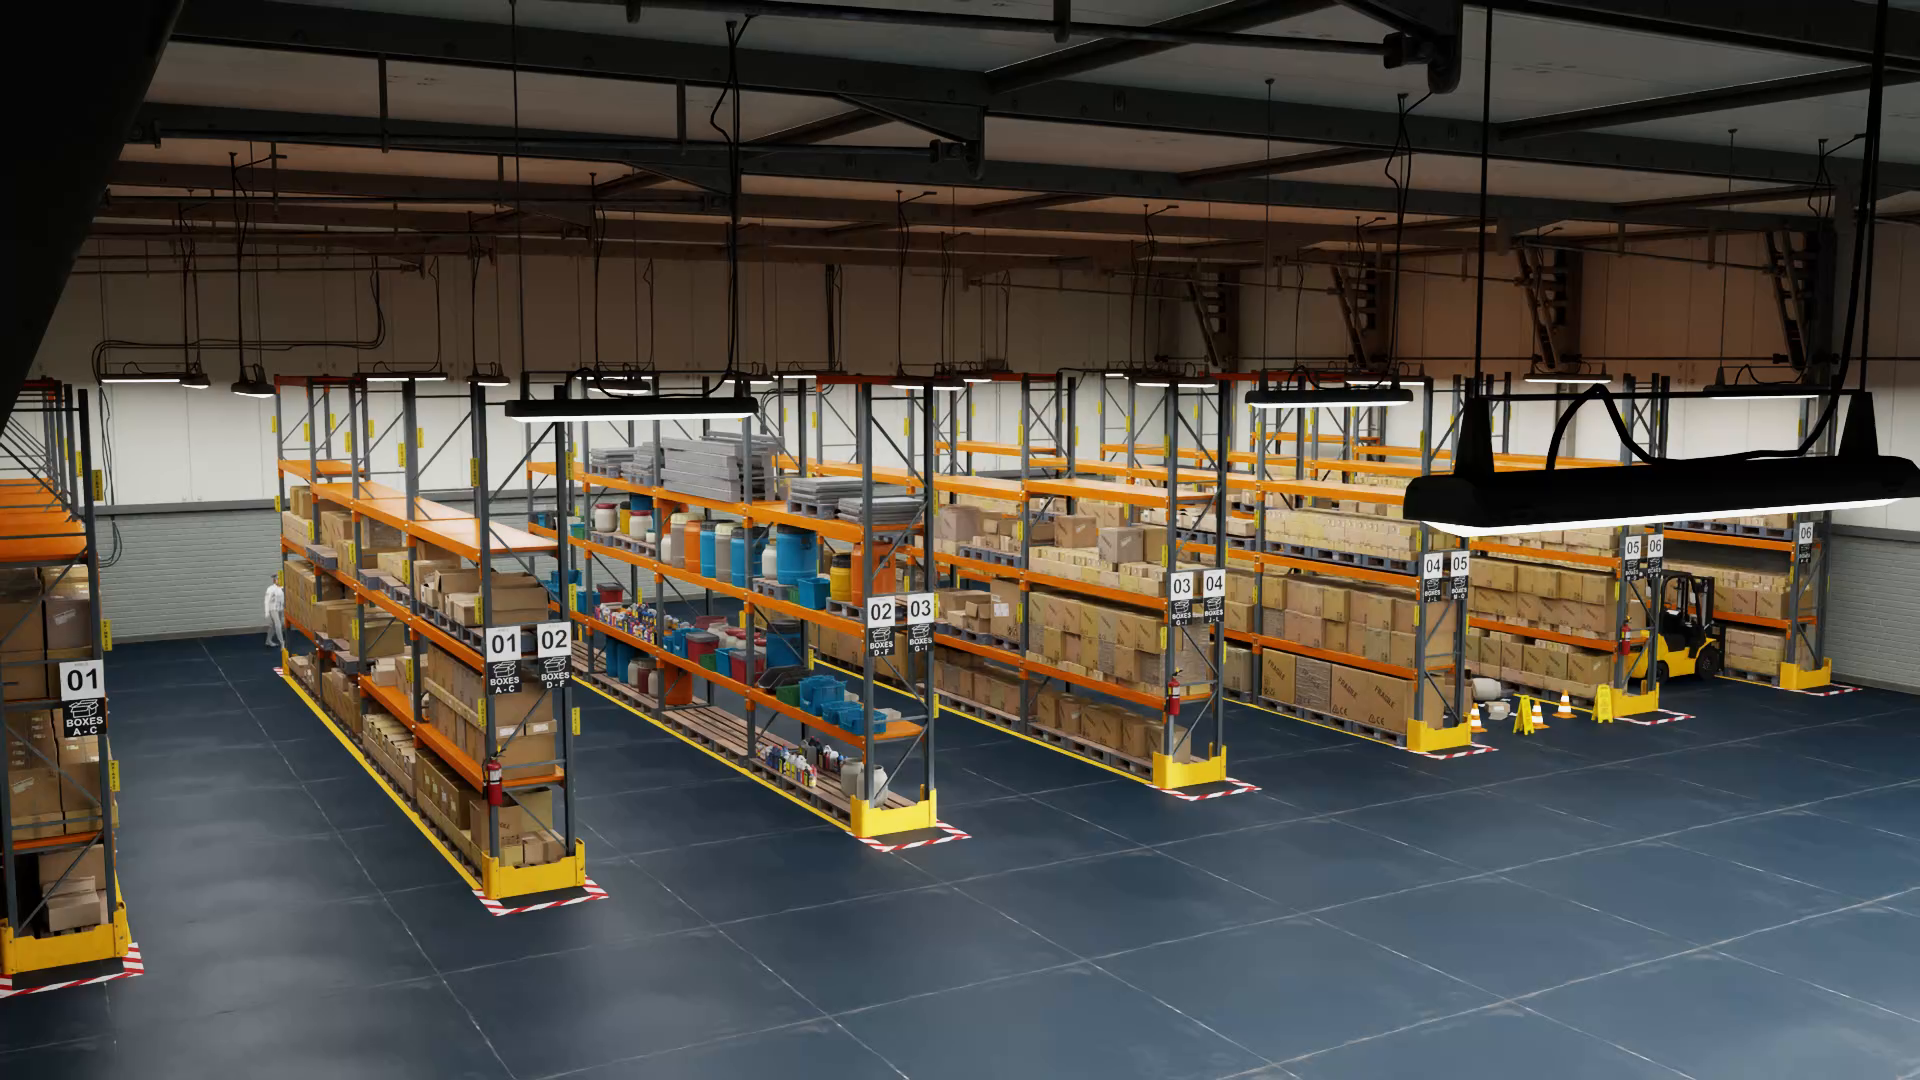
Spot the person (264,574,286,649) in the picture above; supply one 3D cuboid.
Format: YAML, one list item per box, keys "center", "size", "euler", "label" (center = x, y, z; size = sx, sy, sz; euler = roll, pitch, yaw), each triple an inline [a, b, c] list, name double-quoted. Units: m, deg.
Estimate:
- center: [-14.845, 1.554, 36.201]
  size: [0.895, 1.671, 0.523]
  euler: [3, 7, 26]
  label: "person"
